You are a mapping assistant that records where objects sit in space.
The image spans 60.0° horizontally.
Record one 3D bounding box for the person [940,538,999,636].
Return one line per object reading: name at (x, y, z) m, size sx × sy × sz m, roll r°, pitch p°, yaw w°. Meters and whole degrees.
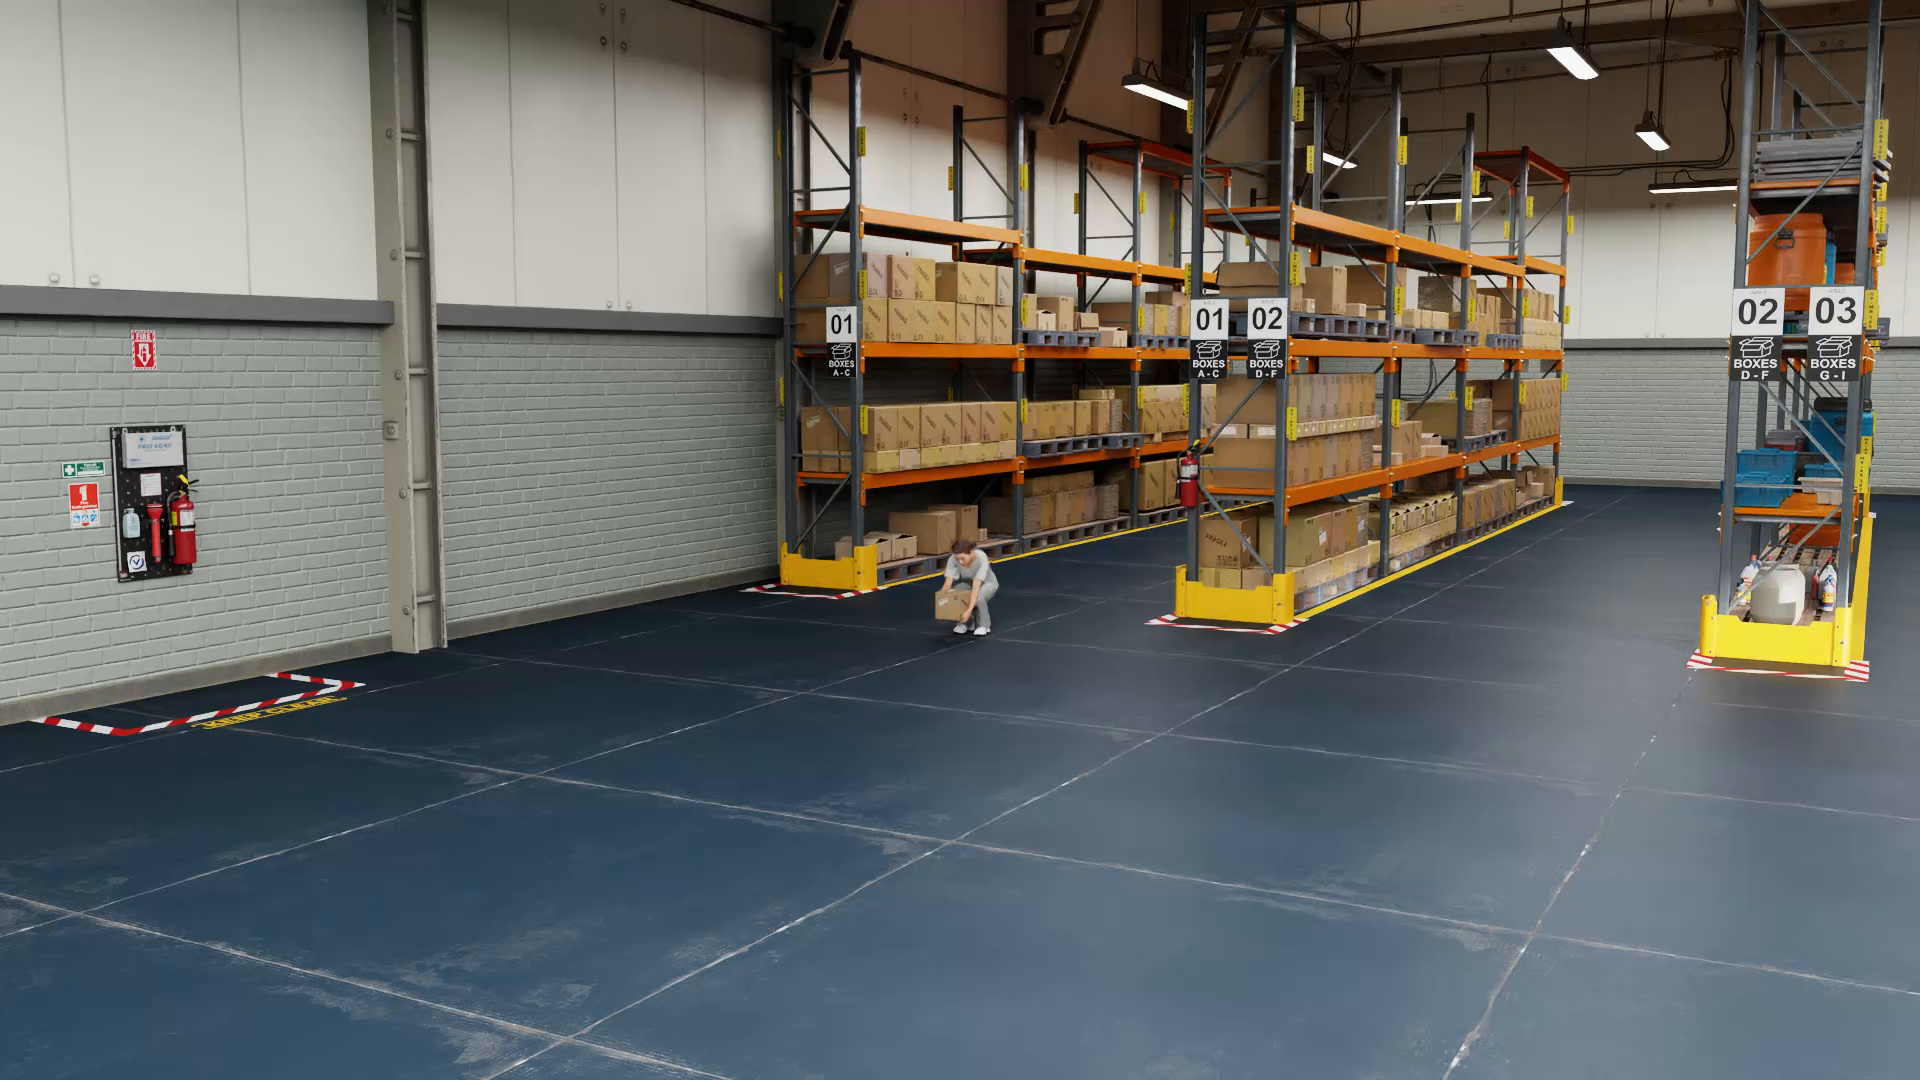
person at (0.087, 0.428, 15.749) m, size 0.465 × 0.955 × 0.804 m, roll 3°, pitch 7°, yaw 27°
